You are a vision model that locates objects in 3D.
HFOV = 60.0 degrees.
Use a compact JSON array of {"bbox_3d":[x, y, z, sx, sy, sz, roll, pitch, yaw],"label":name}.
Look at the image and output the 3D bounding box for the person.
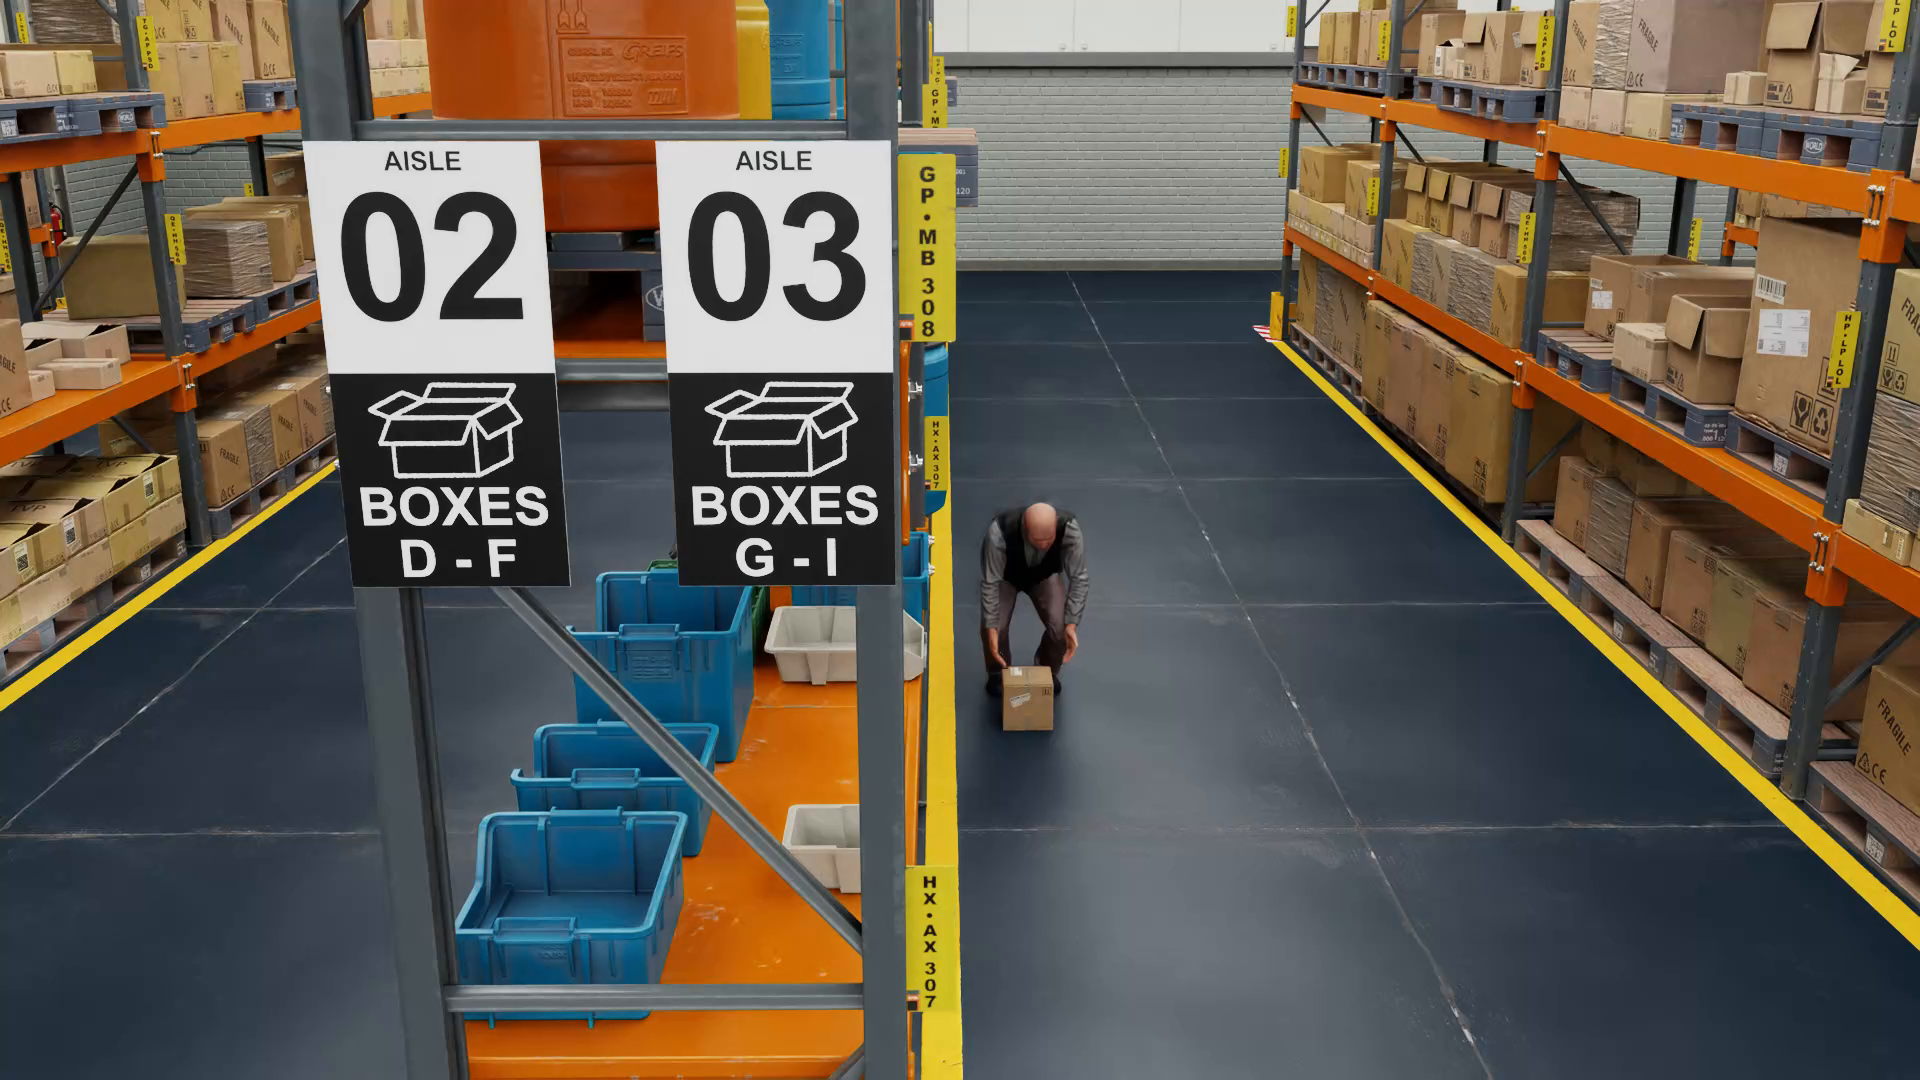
[{"bbox_3d":[0.379,0.270,8.707,0.568,1.139,0.823,0,17,-1],"label":"person"}]
